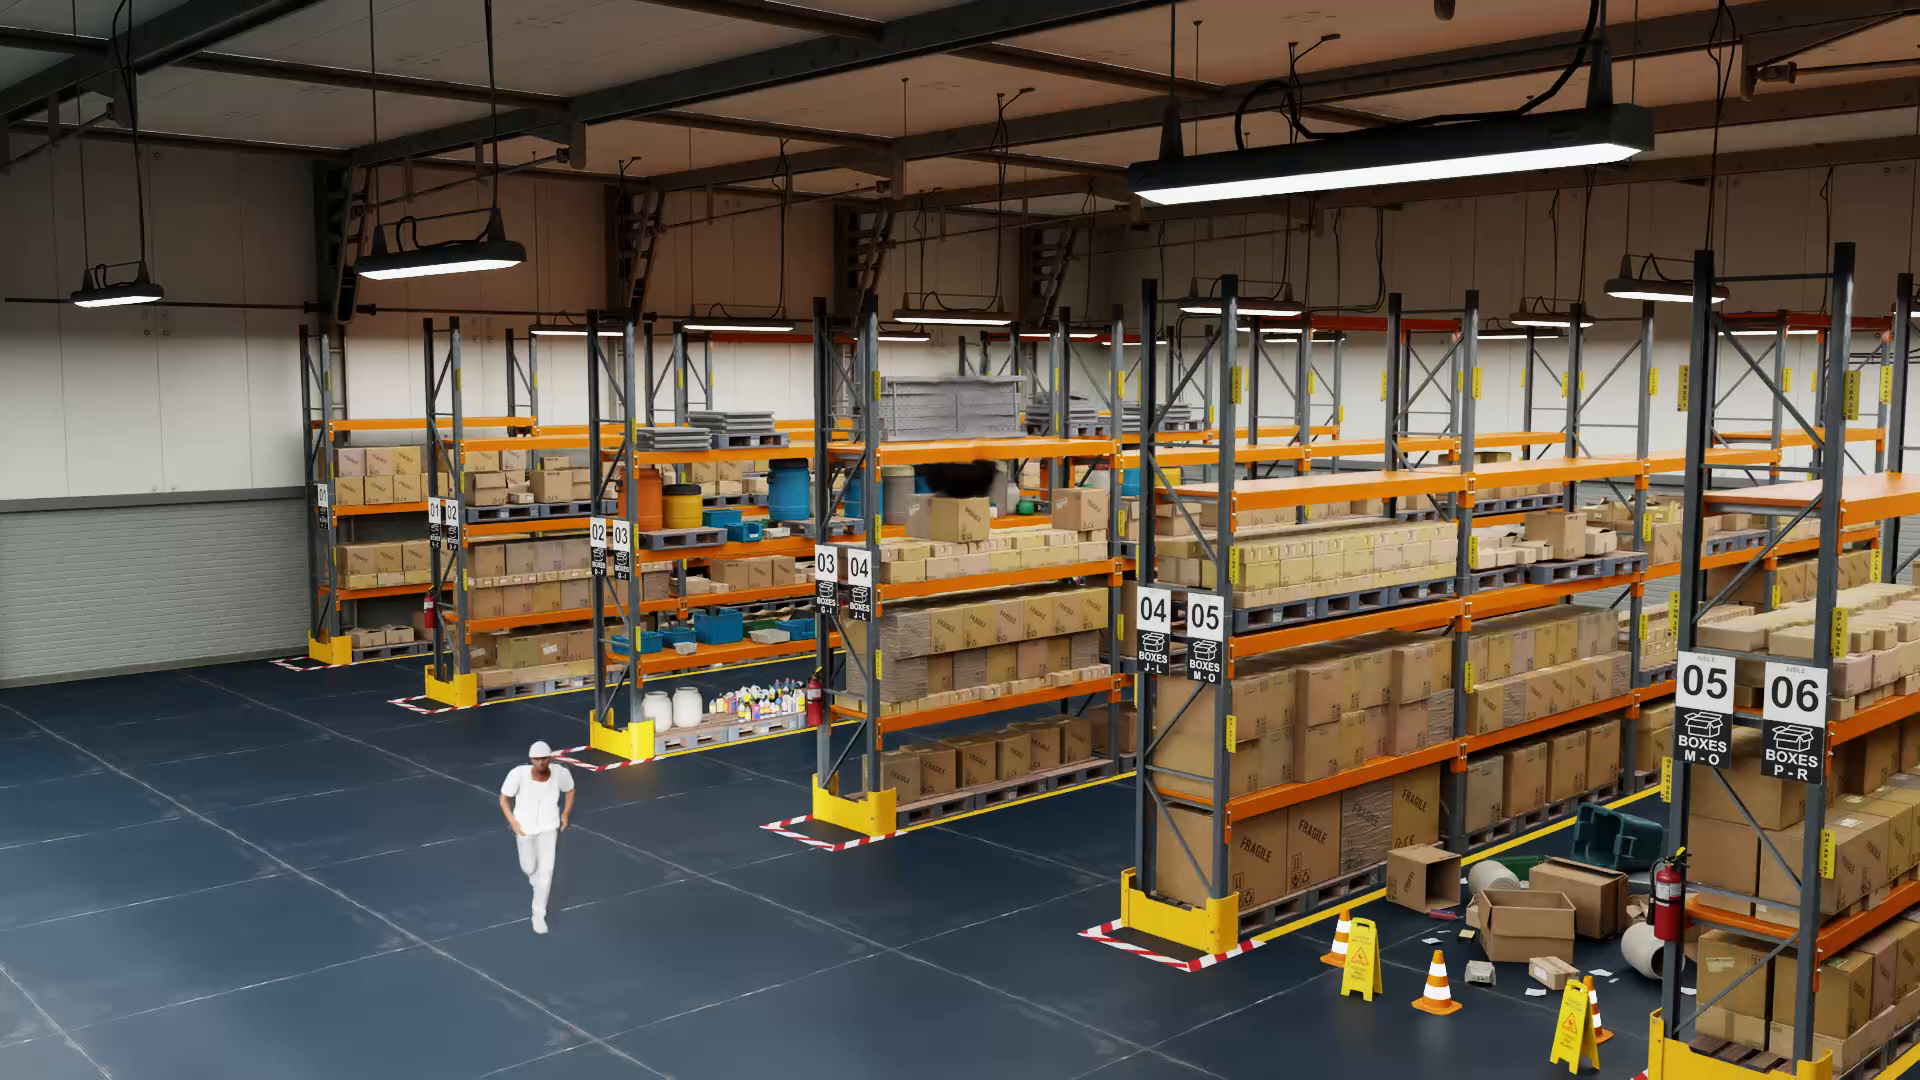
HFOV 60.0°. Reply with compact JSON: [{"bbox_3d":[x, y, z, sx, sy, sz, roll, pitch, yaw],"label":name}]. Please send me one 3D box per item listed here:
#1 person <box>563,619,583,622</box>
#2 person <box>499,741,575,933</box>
[{"bbox_3d":[-6.931,1.268,29.907,0.631,1.779,0.926,3,7,31],"label":"person"},{"bbox_3d":[-3.998,2.734,15.762,0.700,1.753,1.018,-2,6,-15],"label":"person"}]
